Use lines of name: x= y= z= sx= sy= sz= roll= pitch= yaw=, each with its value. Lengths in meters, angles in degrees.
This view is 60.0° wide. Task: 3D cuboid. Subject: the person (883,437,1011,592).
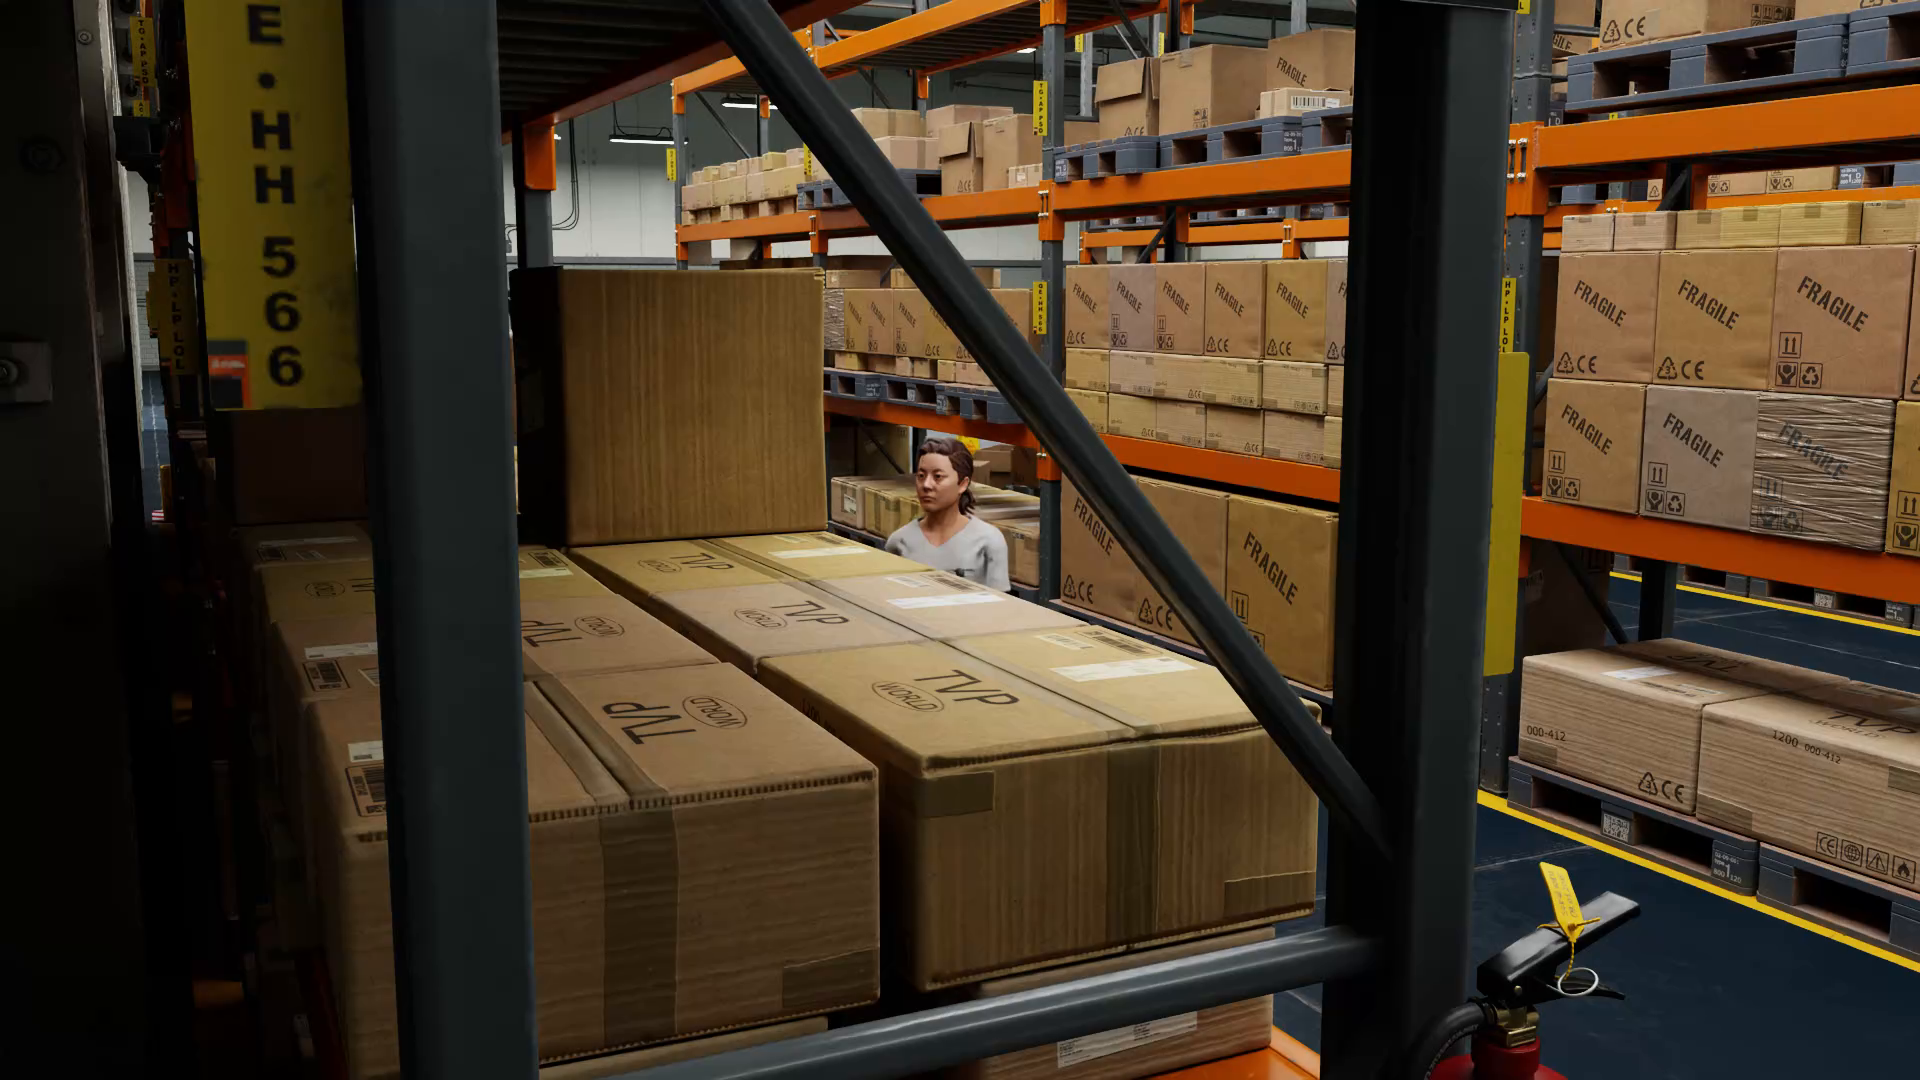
person: x=-0.057 y=0.505 z=5.384 sx=0.472 sy=1.663 sz=0.657 roll=2 pitch=9 yaw=11
